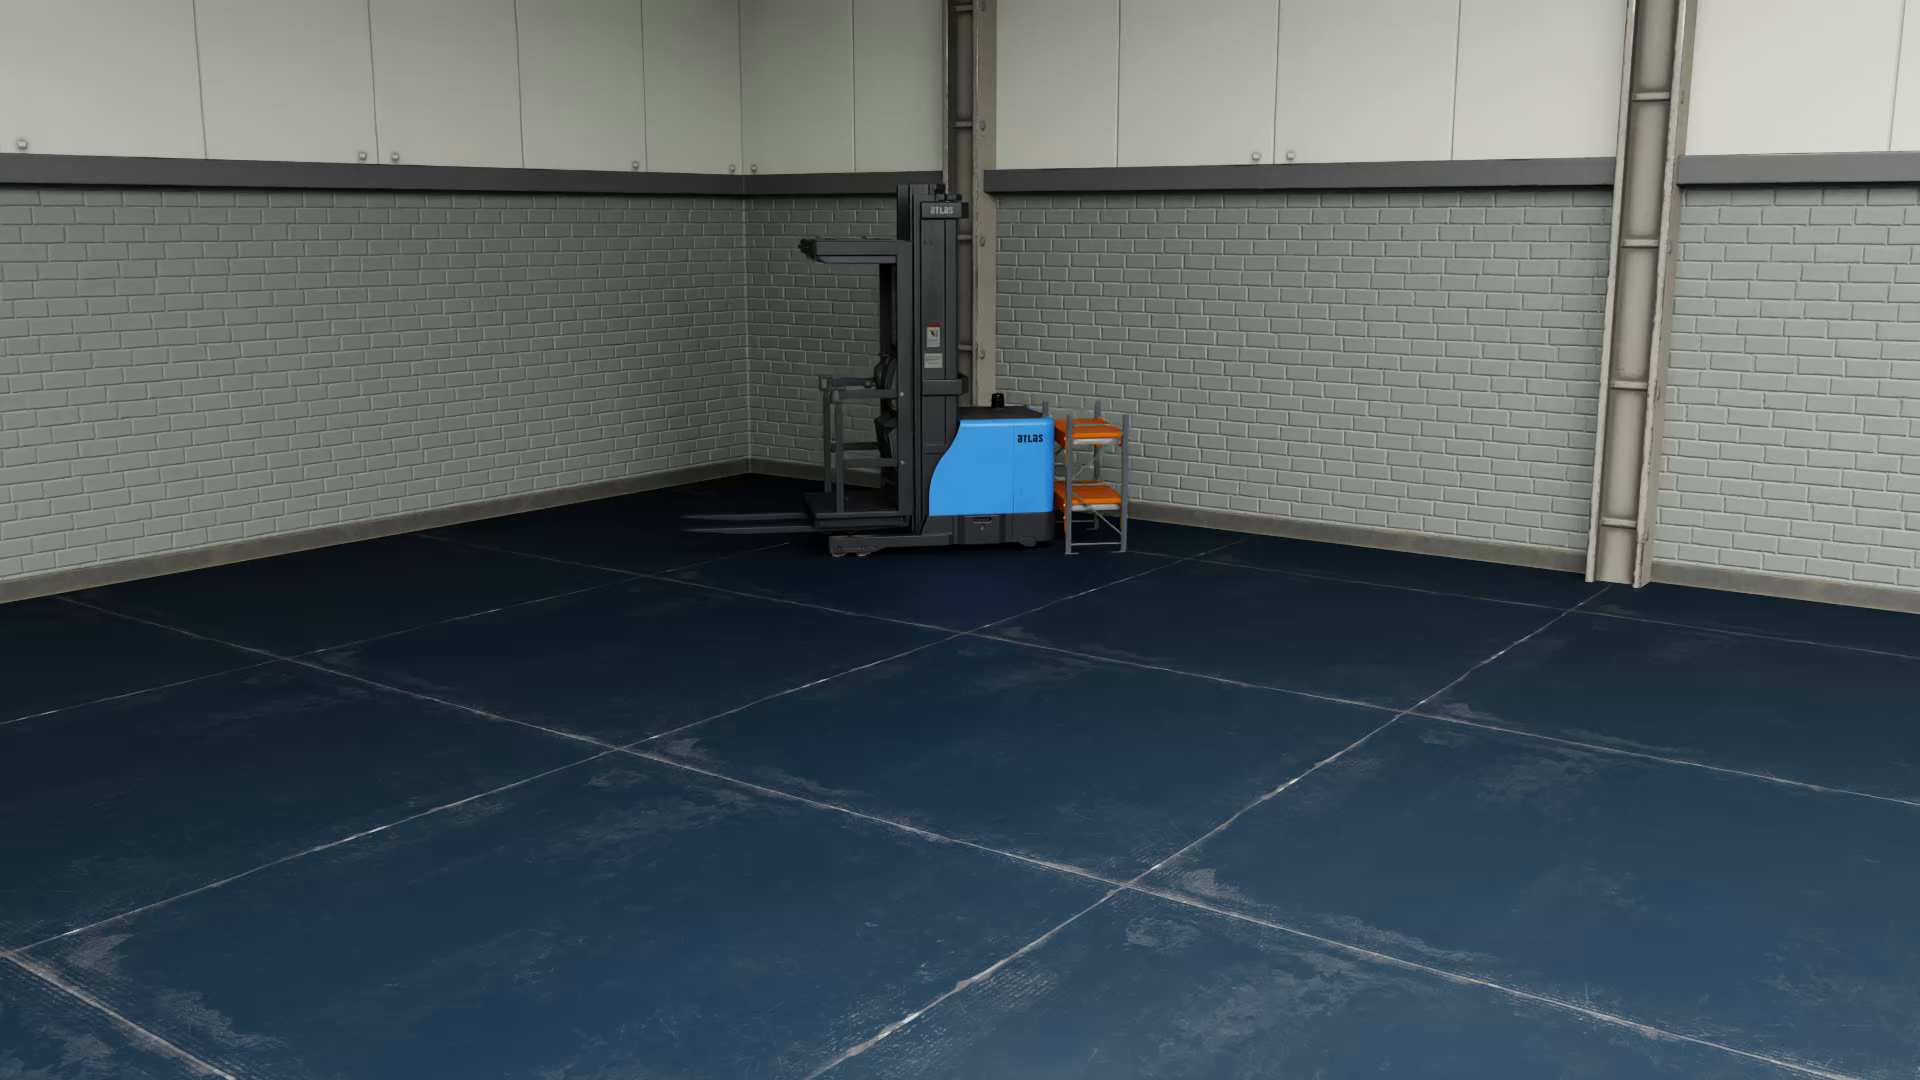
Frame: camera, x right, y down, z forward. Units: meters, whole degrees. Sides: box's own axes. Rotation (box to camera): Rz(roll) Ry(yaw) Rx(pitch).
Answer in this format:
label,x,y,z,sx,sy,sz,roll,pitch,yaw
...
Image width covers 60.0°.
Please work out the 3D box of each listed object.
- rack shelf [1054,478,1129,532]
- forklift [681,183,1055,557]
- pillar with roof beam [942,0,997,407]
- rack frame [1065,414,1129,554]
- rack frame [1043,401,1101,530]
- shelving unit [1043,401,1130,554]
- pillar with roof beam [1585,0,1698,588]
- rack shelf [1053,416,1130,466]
label,x,y,z,sx,sy,sz,roll,pitch,yaw
rack shelf,1.031,-0.302,13.915,0.538,0.278,1.000,-2,11,-8
forklift,-0.784,-1.410,13.600,3.031,2.935,1.130,-2,11,-10
pillar with roof beam,-2.461,-4.127,11.669,0.400,9.000,9.100,8,13,36
rack frame,1.101,-0.446,13.374,0.500,1.125,0.032,-2,11,-8
rack frame,0.961,-0.637,14.363,0.500,1.125,0.032,-2,11,-8
shelving unit,1.031,-0.542,13.869,0.538,1.125,1.048,-2,11,-8
pillar with roof beam,2.375,-3.452,8.182,0.400,9.000,9.100,8,13,36
rack shelf,1.031,-0.829,13.813,0.538,0.278,1.000,-2,11,-8
